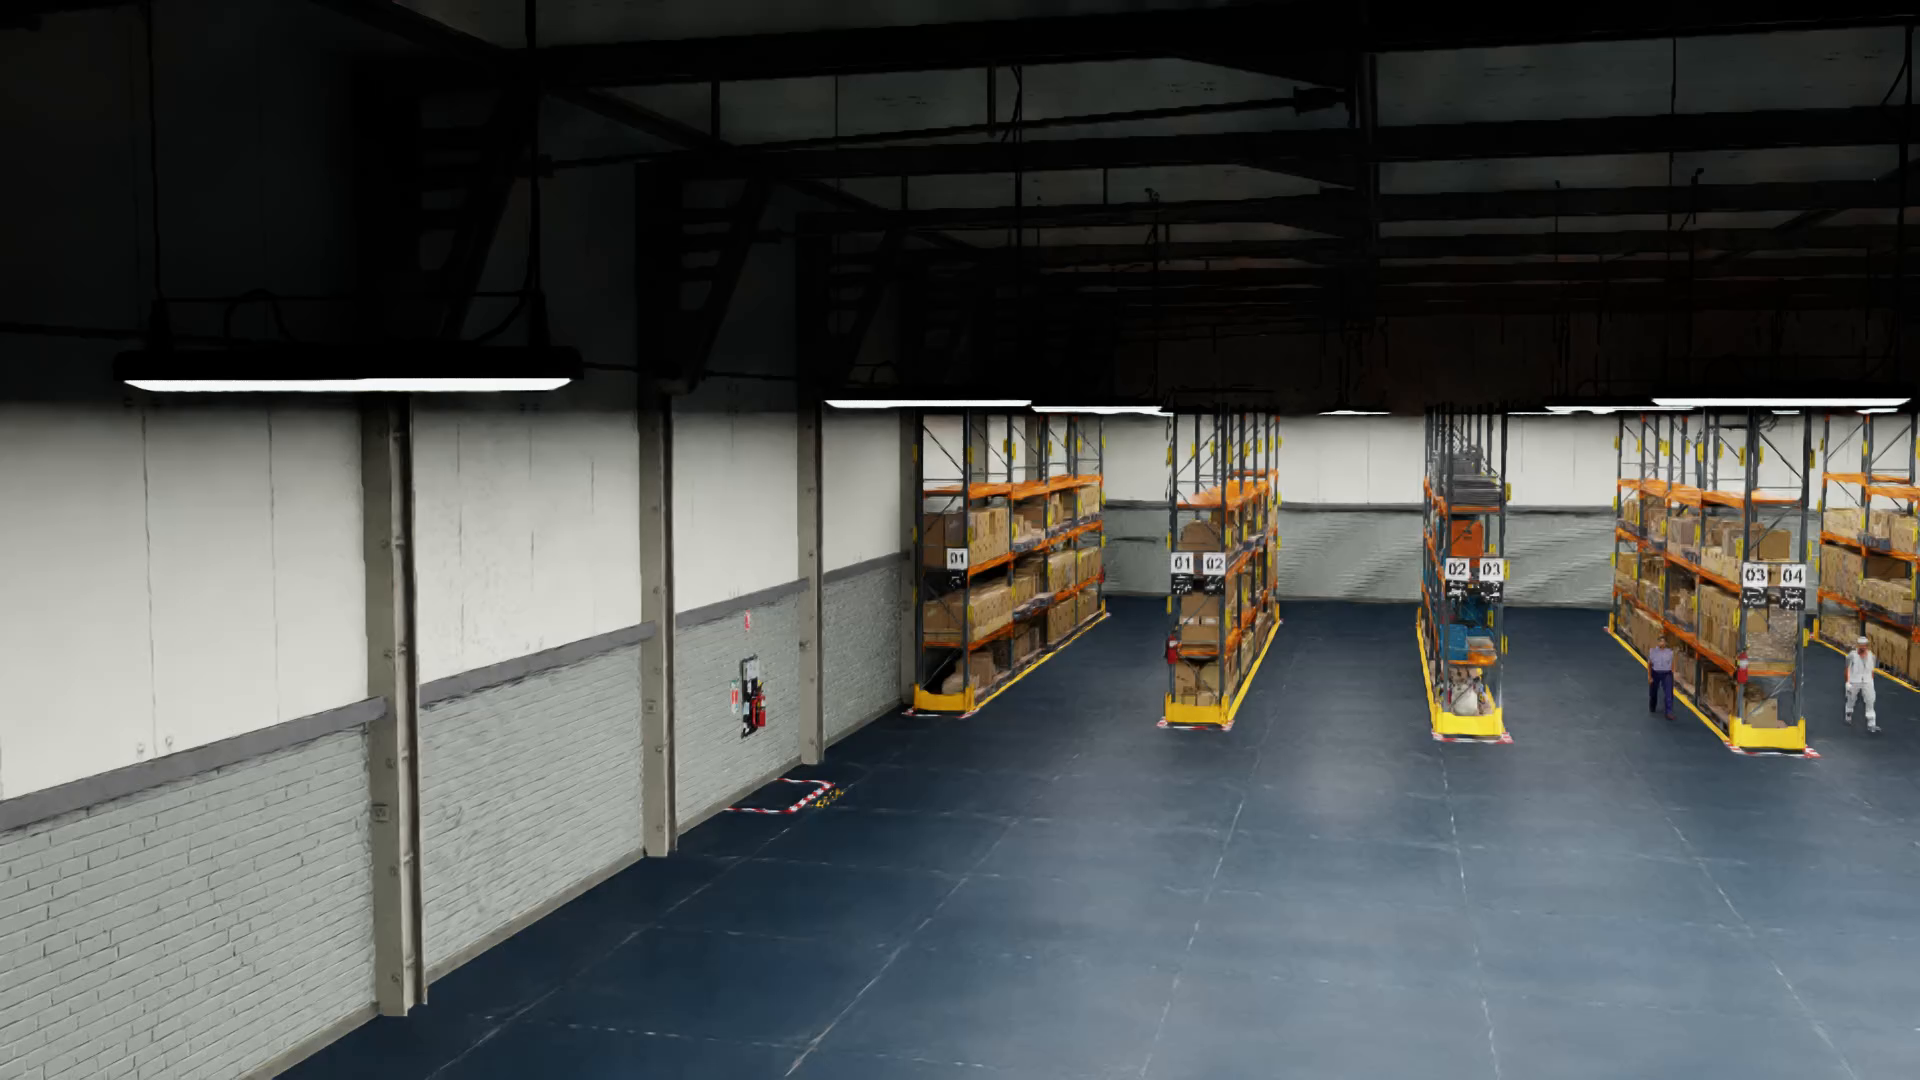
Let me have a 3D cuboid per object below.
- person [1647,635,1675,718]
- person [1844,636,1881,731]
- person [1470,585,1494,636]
[{"bbox_3d":[13.381,2.579,31.777,0.479,1.567,1.089,1,4,17],"label":"person"},{"bbox_3d":[16.483,2.601,30.419,0.557,1.704,1.114,1,4,13],"label":"person"},{"bbox_3d":[13.561,1.692,43.554,0.630,1.608,0.811,0,4,-3],"label":"person"}]
